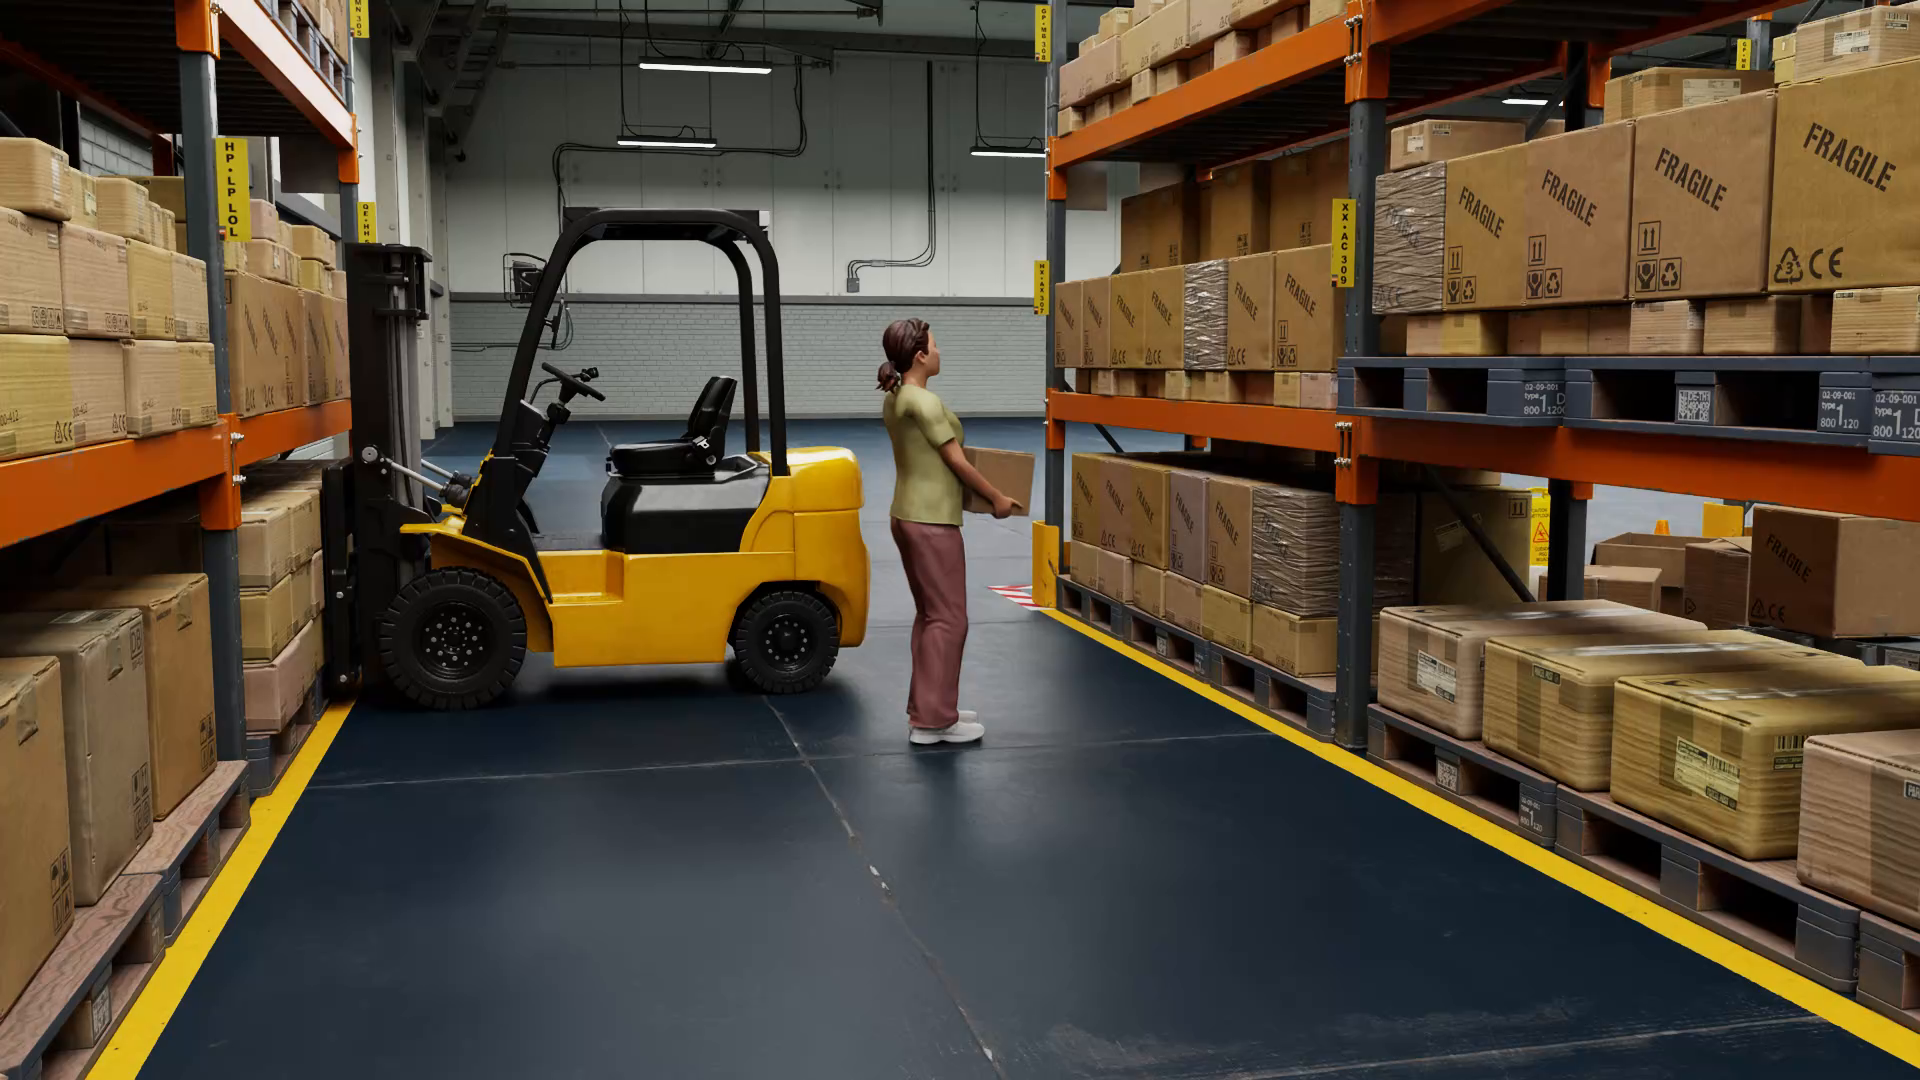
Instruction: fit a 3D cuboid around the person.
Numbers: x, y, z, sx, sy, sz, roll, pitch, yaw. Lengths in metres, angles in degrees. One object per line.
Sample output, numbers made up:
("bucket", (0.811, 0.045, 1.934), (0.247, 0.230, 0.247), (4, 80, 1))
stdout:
("person", (-0.065, -0.044, 6.599), (0.559, 1.662, 0.428), (-2, 7, -21))
